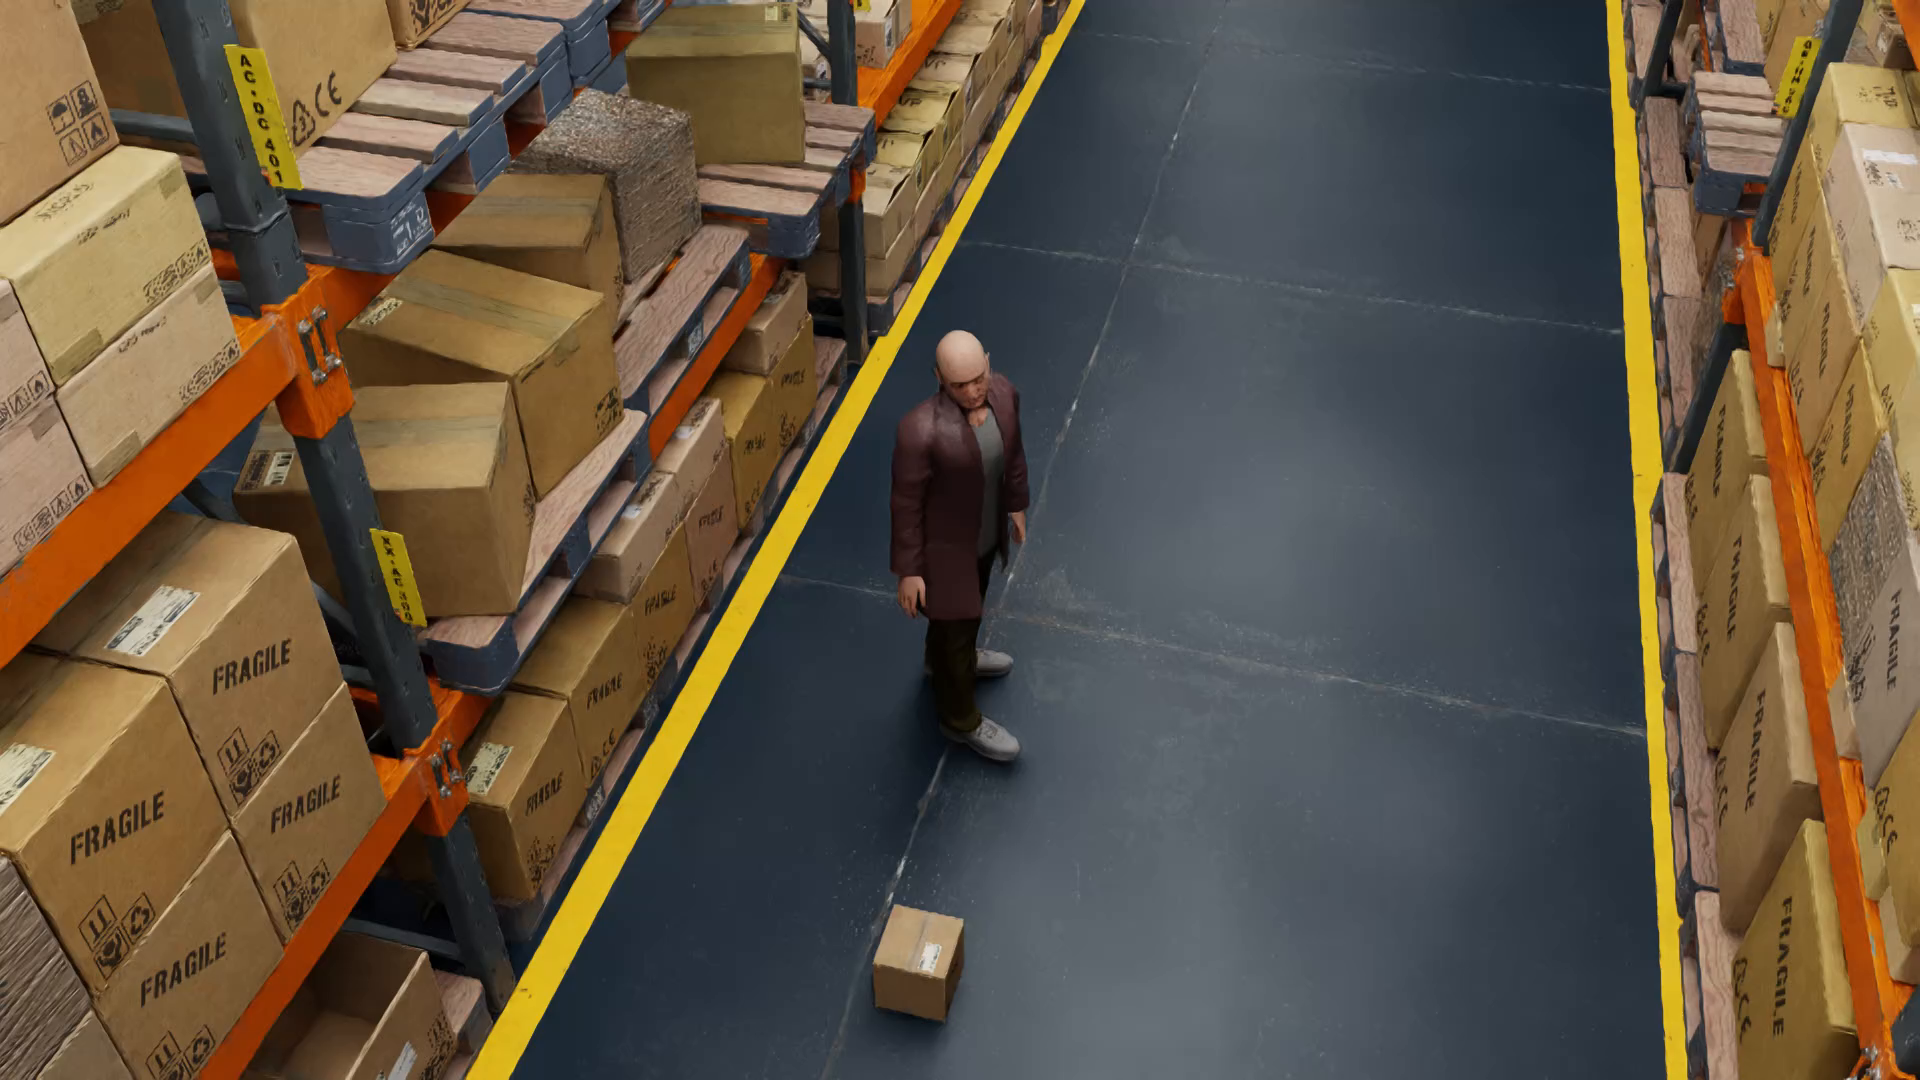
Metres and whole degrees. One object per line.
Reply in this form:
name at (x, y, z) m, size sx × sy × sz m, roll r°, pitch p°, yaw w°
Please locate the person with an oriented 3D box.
person at (0.043, 0.019, 6.104) m, size 0.636 × 1.777 × 0.683 m, roll 28°, pitch 48°, yaw 29°
